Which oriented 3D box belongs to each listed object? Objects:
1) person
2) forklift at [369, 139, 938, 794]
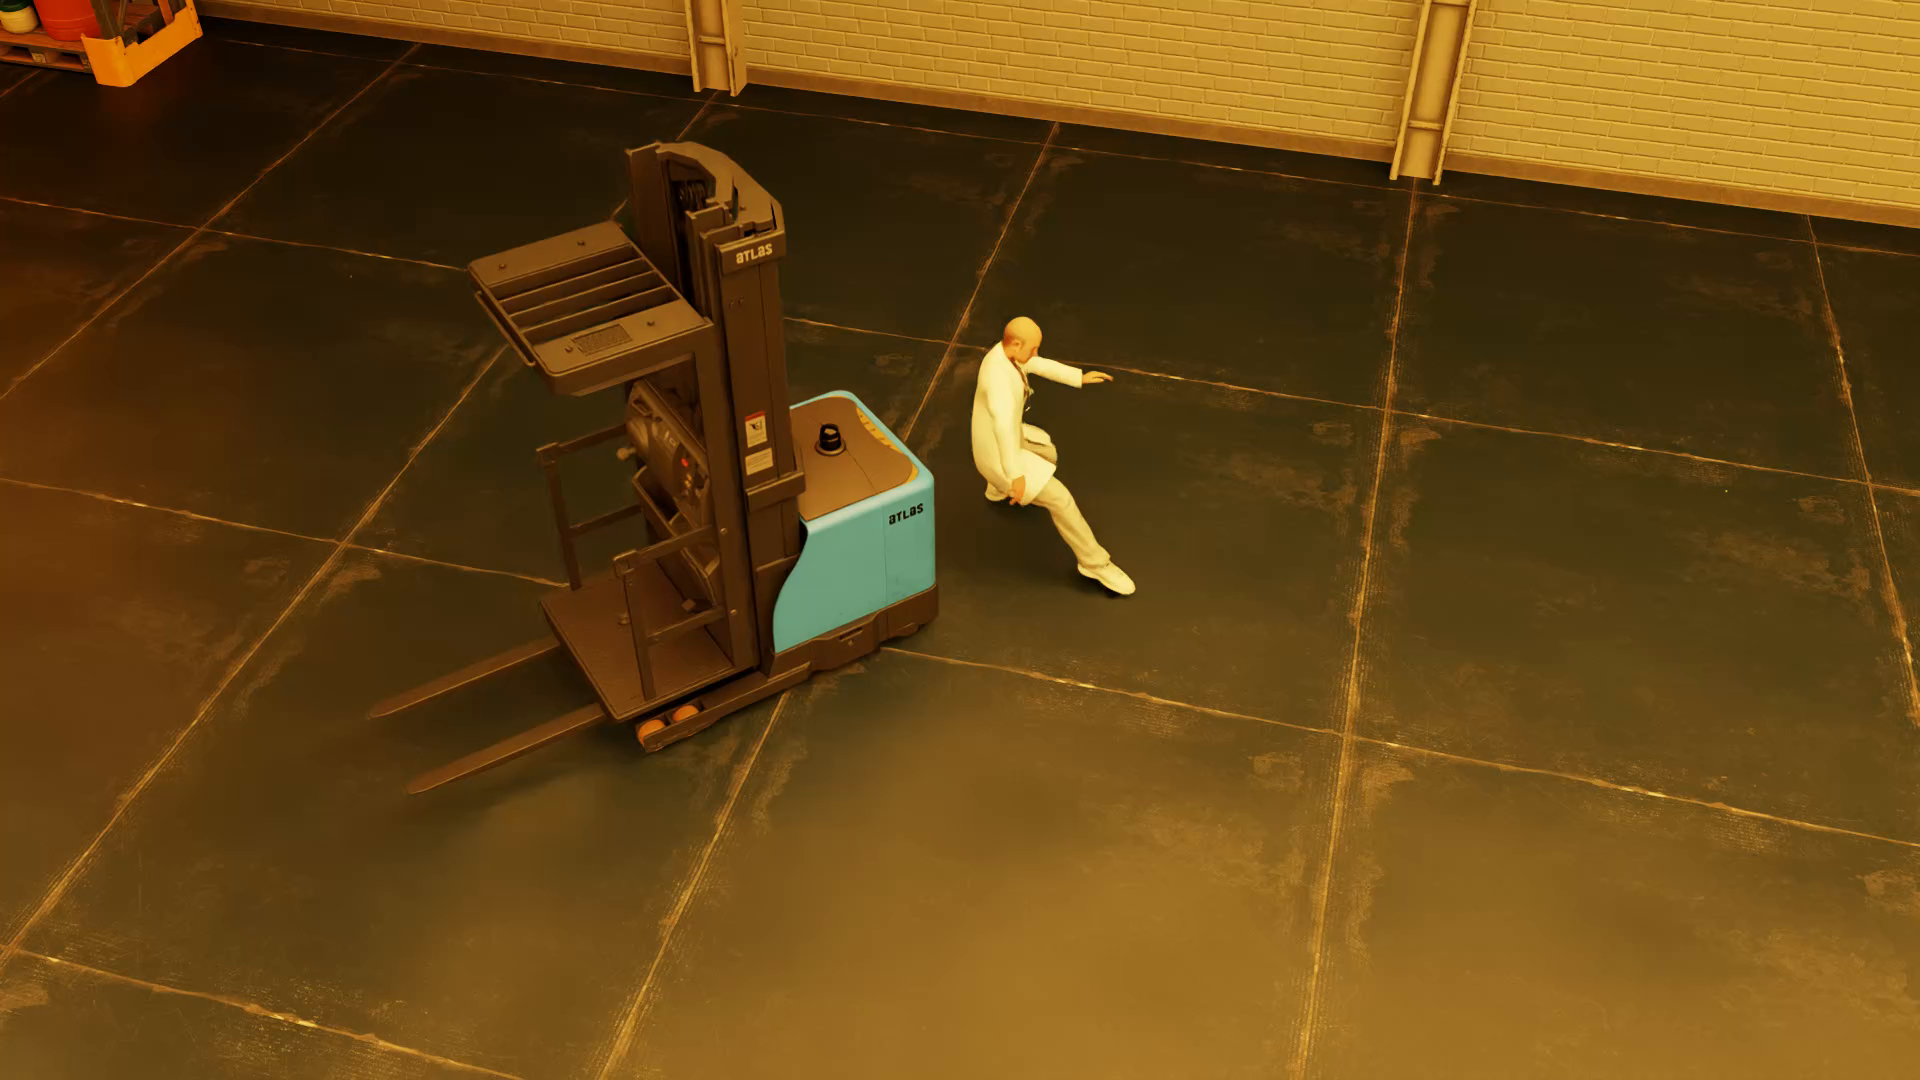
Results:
[{"bbox_3d":[0.572,-0.552,9.530,1.003,1.524,1.058,5,41,6],"label":"person"},{"bbox_3d":[-1.644,-0.384,8.300,3.031,2.935,1.130,-23,46,-24],"label":"forklift"}]
